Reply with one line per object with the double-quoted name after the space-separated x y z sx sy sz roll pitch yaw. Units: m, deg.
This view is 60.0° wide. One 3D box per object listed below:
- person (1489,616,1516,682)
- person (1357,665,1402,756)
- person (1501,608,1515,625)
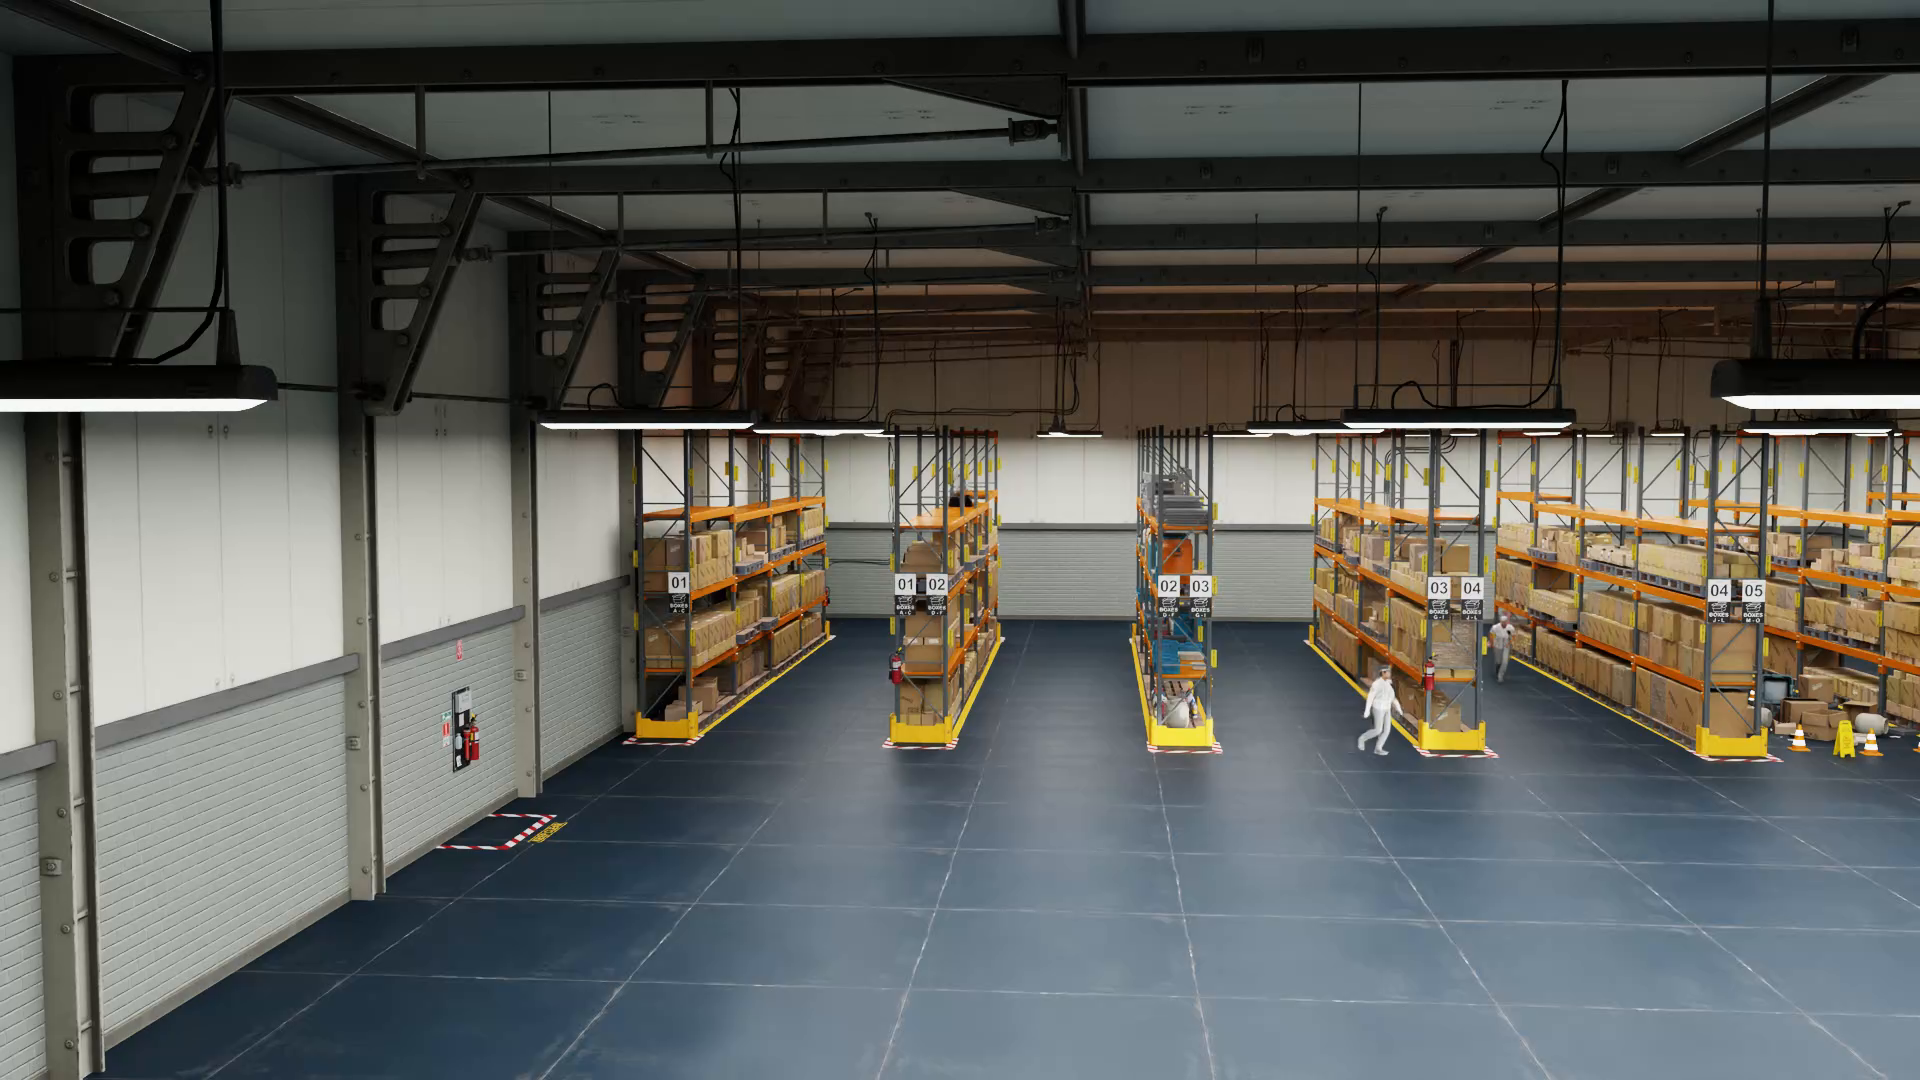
12.882 2.578 39.496 0.592 1.605 0.770 0 3 6 "person"
7.622 3.081 30.257 0.640 1.658 0.648 -3 4 -37 "person"
15.890 2.030 48.085 0.694 1.621 0.591 -3 4 -38 "person"
